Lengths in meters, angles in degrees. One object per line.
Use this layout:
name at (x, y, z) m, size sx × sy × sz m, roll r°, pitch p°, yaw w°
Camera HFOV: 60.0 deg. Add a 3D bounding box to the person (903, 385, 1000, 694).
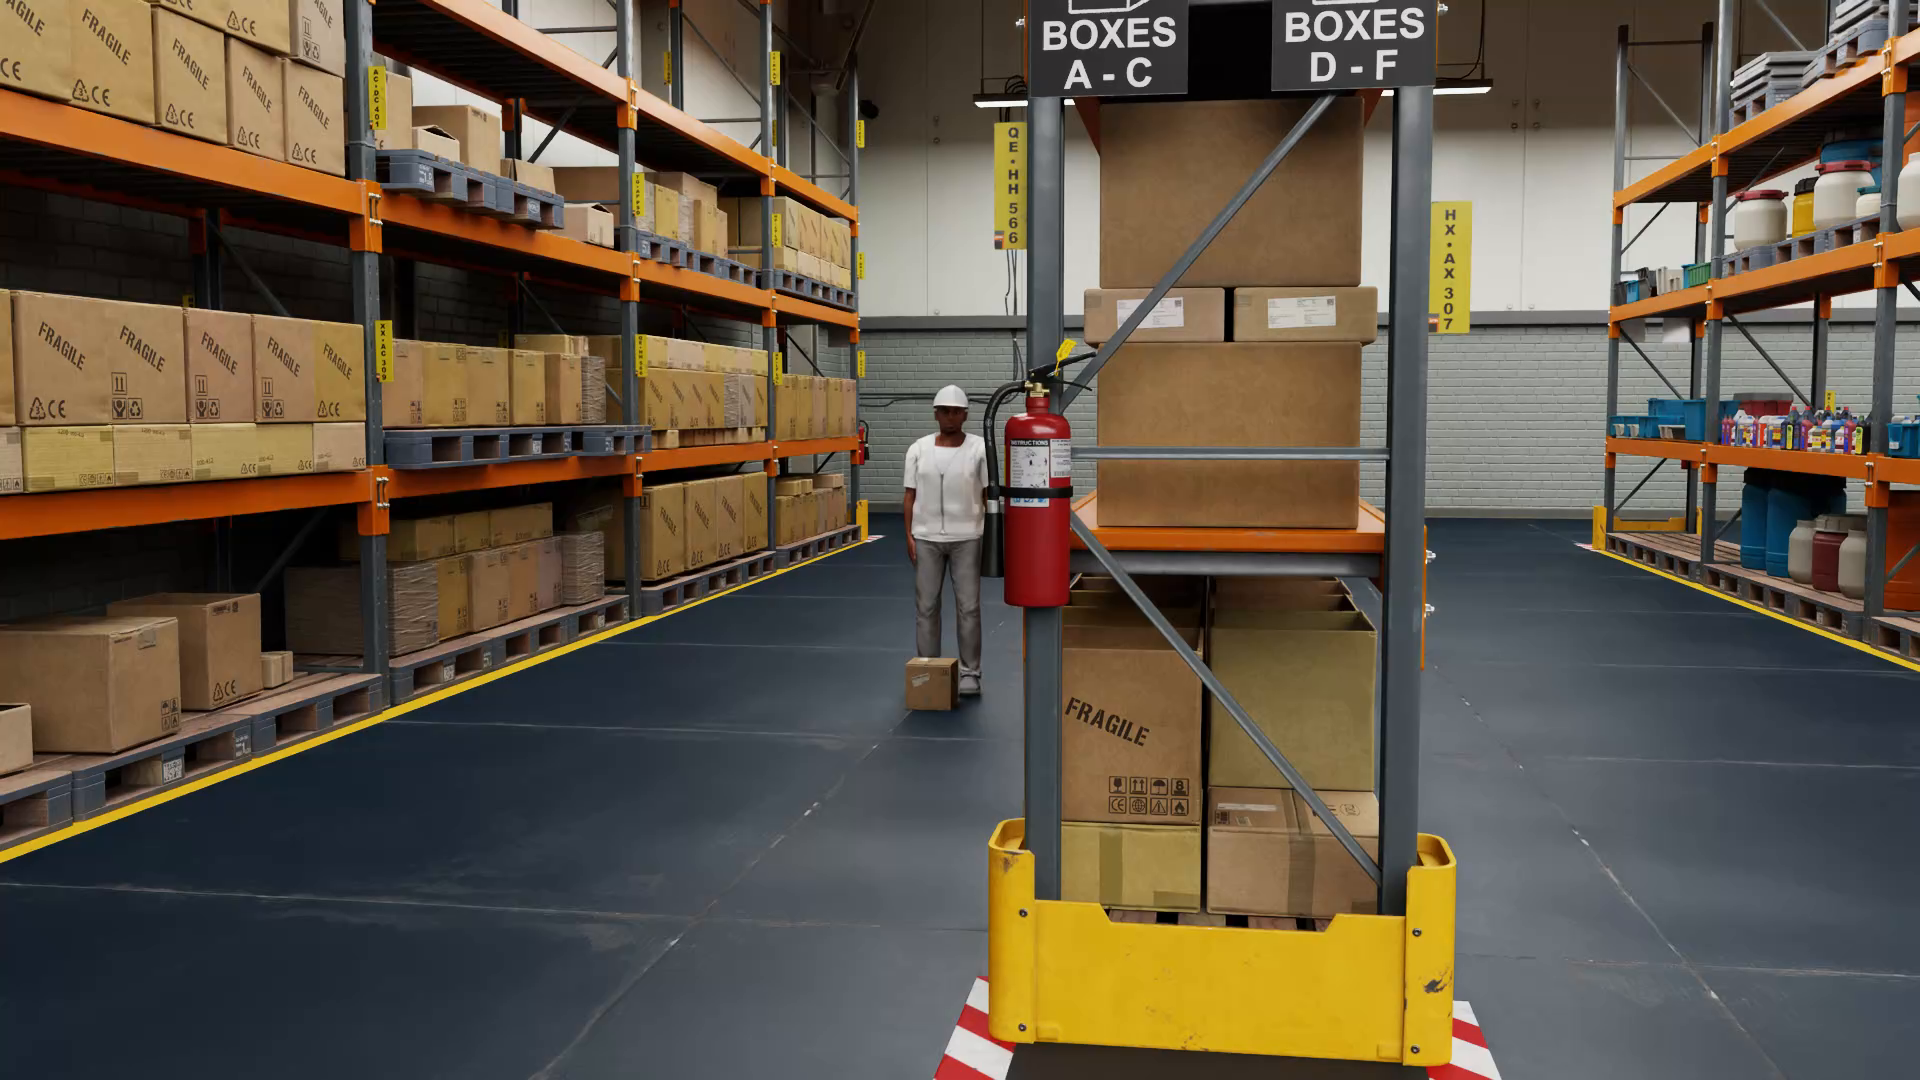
person at (-0.057, -0.002, 9.538) m, size 0.562 × 1.762 × 0.365 m, roll 1°, pitch 5°, yaw 10°
